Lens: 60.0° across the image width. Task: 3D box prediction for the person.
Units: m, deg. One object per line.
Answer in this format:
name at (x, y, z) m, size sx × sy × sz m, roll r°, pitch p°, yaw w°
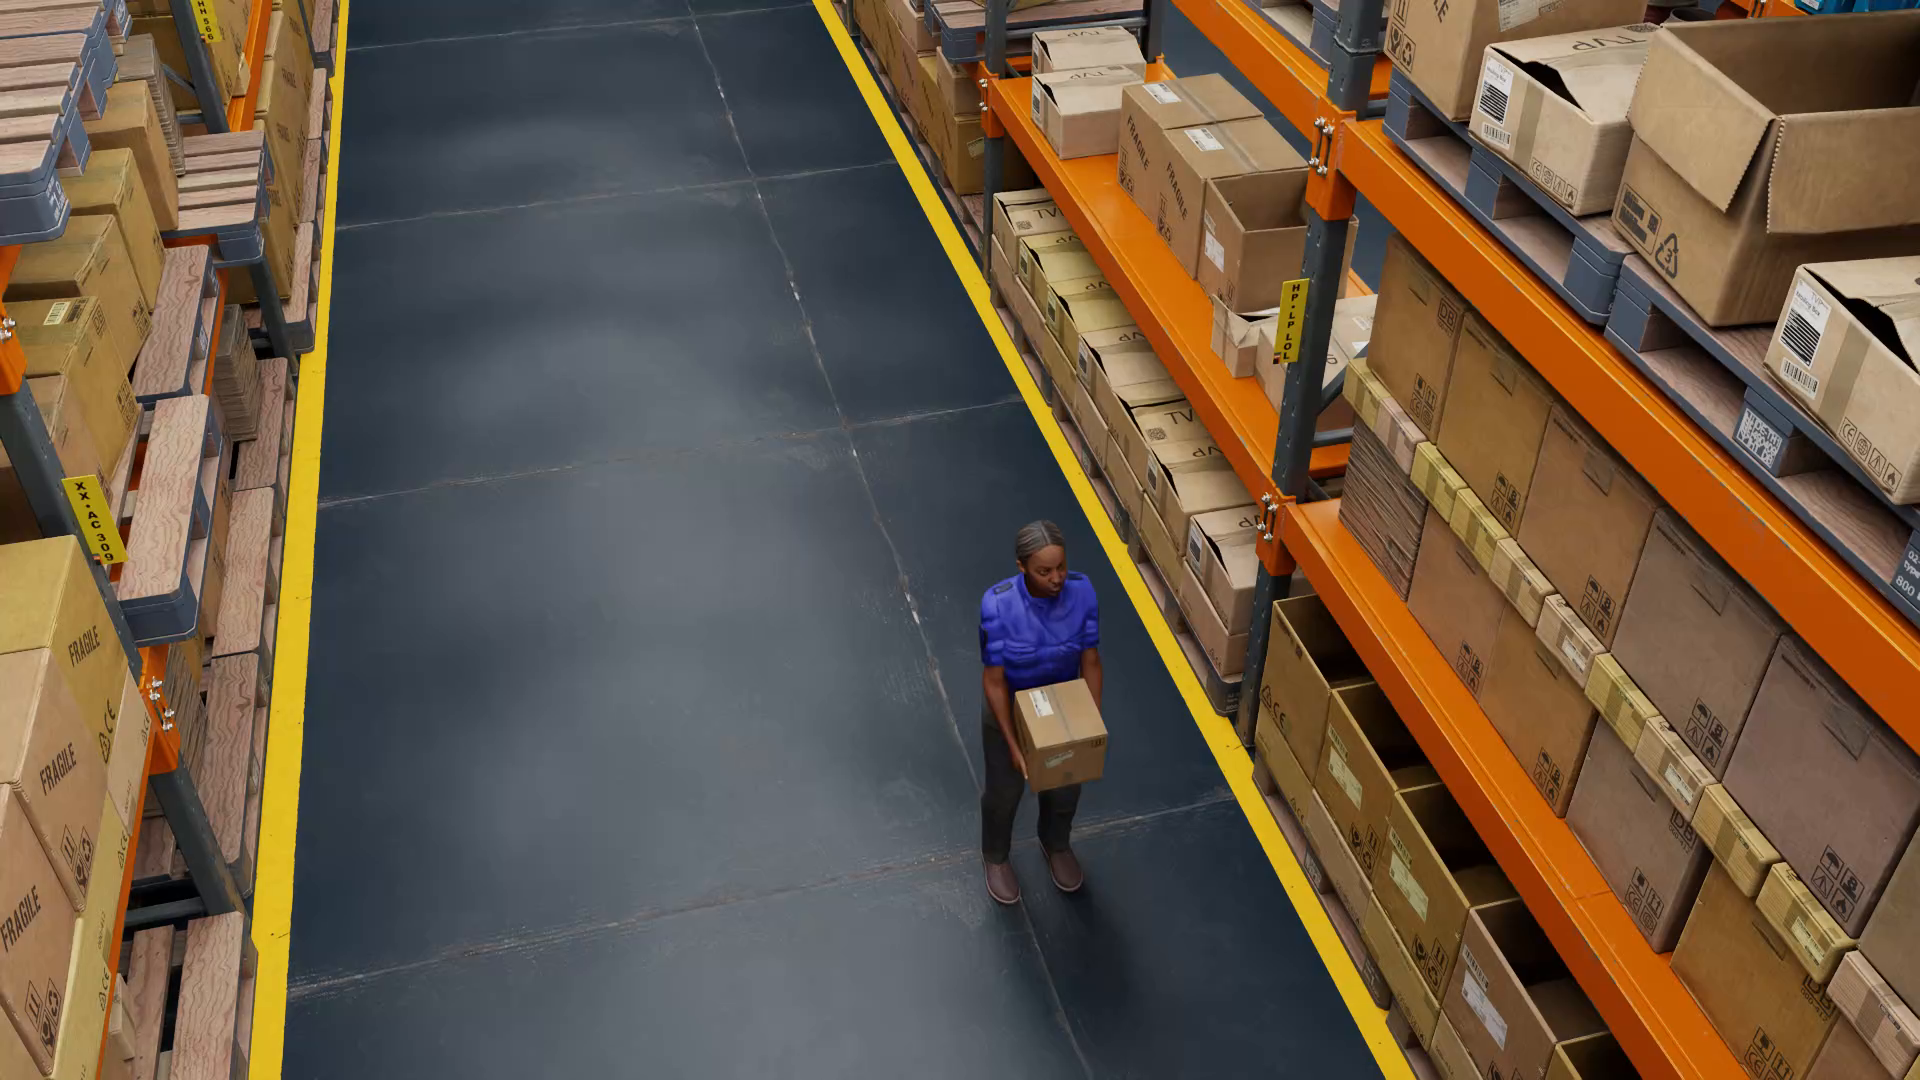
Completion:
person at (0.293, 0.673, 5.877) m, size 0.435 × 1.656 × 0.504 m, roll -10°, pitch 39°, yaw -12°
